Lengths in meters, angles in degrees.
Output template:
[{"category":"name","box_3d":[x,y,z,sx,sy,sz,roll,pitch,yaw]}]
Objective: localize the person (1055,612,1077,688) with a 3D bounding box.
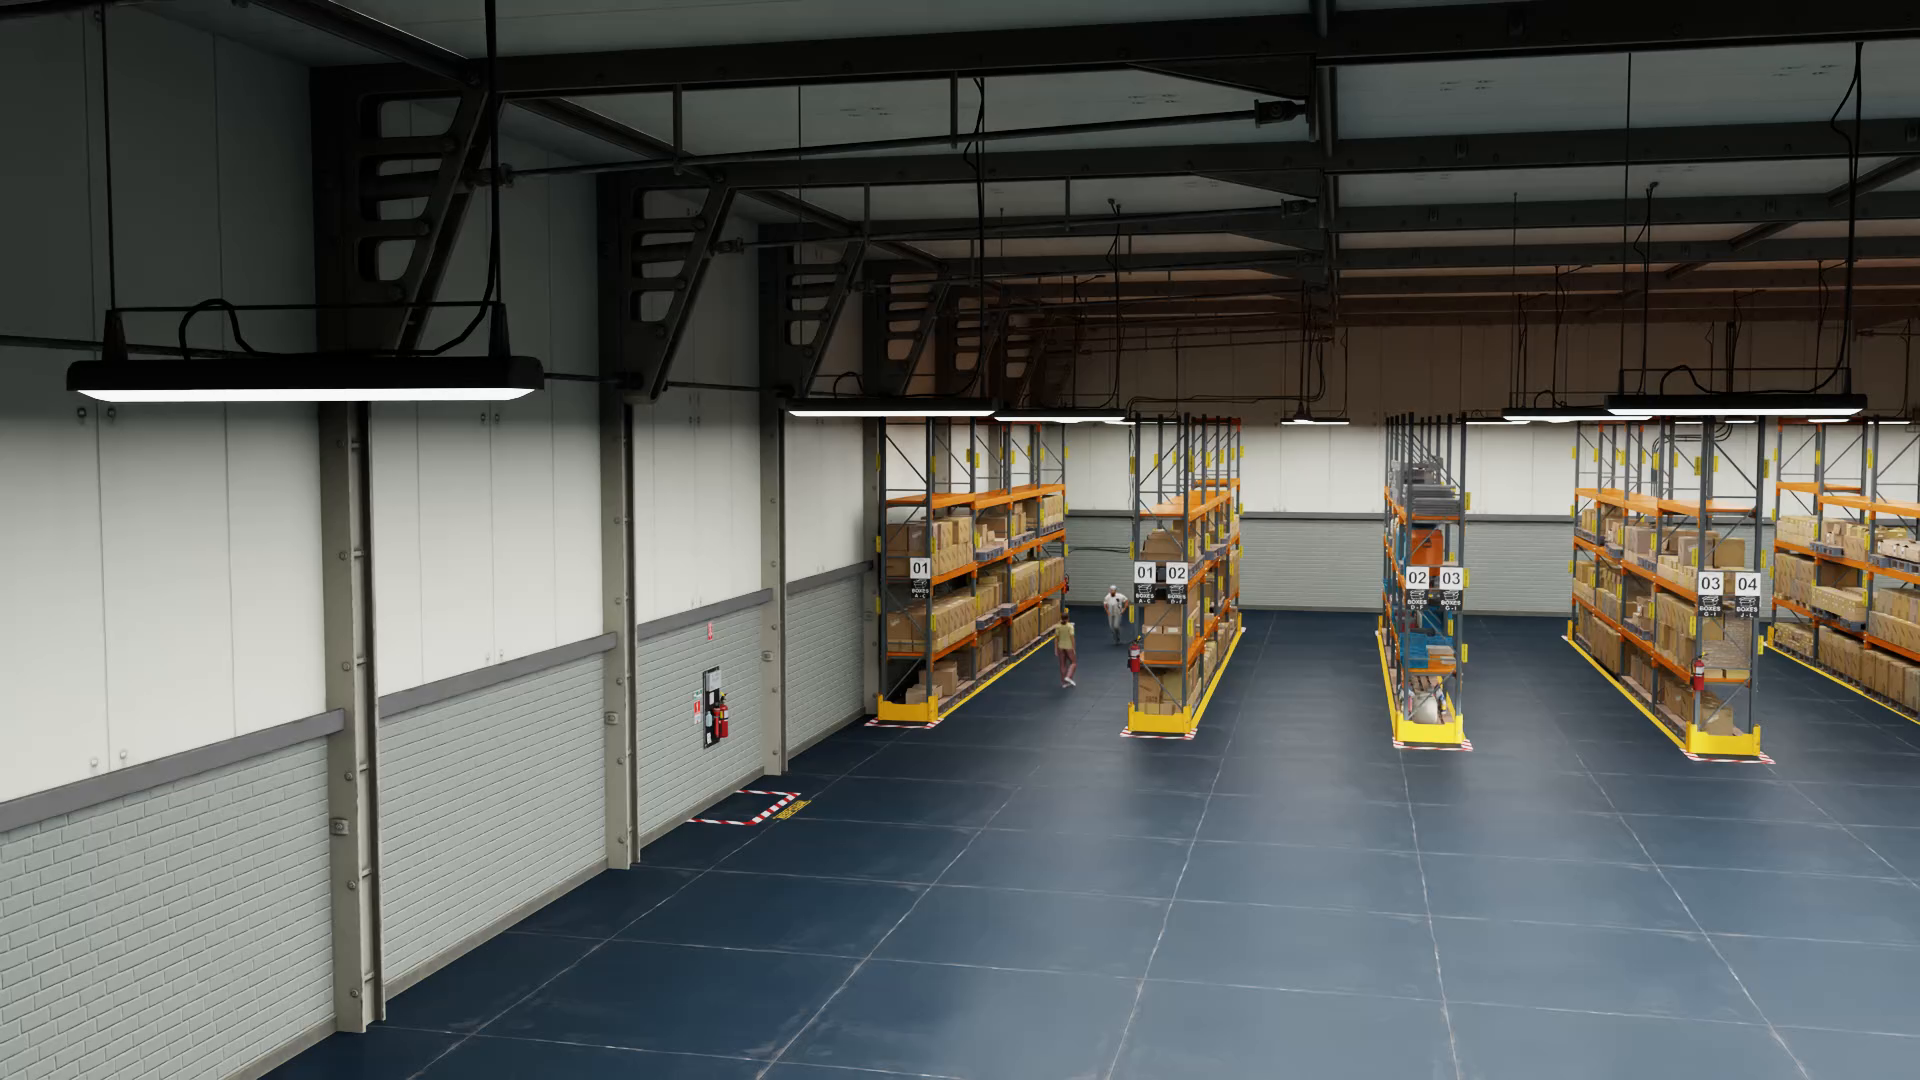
[{"category":"person","box_3d":[2.321,2.419,36.553,0.500,1.670,0.502,1,4,16]}]

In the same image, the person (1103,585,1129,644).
[{"category":"person","box_3d":[4.116,1.971,43.833,0.634,1.580,0.749,2,4,24]}]

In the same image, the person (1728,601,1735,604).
[{"category":"person","box_3d":[20.796,1.820,44.493,0.903,1.745,0.602,-3,5,-39]}]
